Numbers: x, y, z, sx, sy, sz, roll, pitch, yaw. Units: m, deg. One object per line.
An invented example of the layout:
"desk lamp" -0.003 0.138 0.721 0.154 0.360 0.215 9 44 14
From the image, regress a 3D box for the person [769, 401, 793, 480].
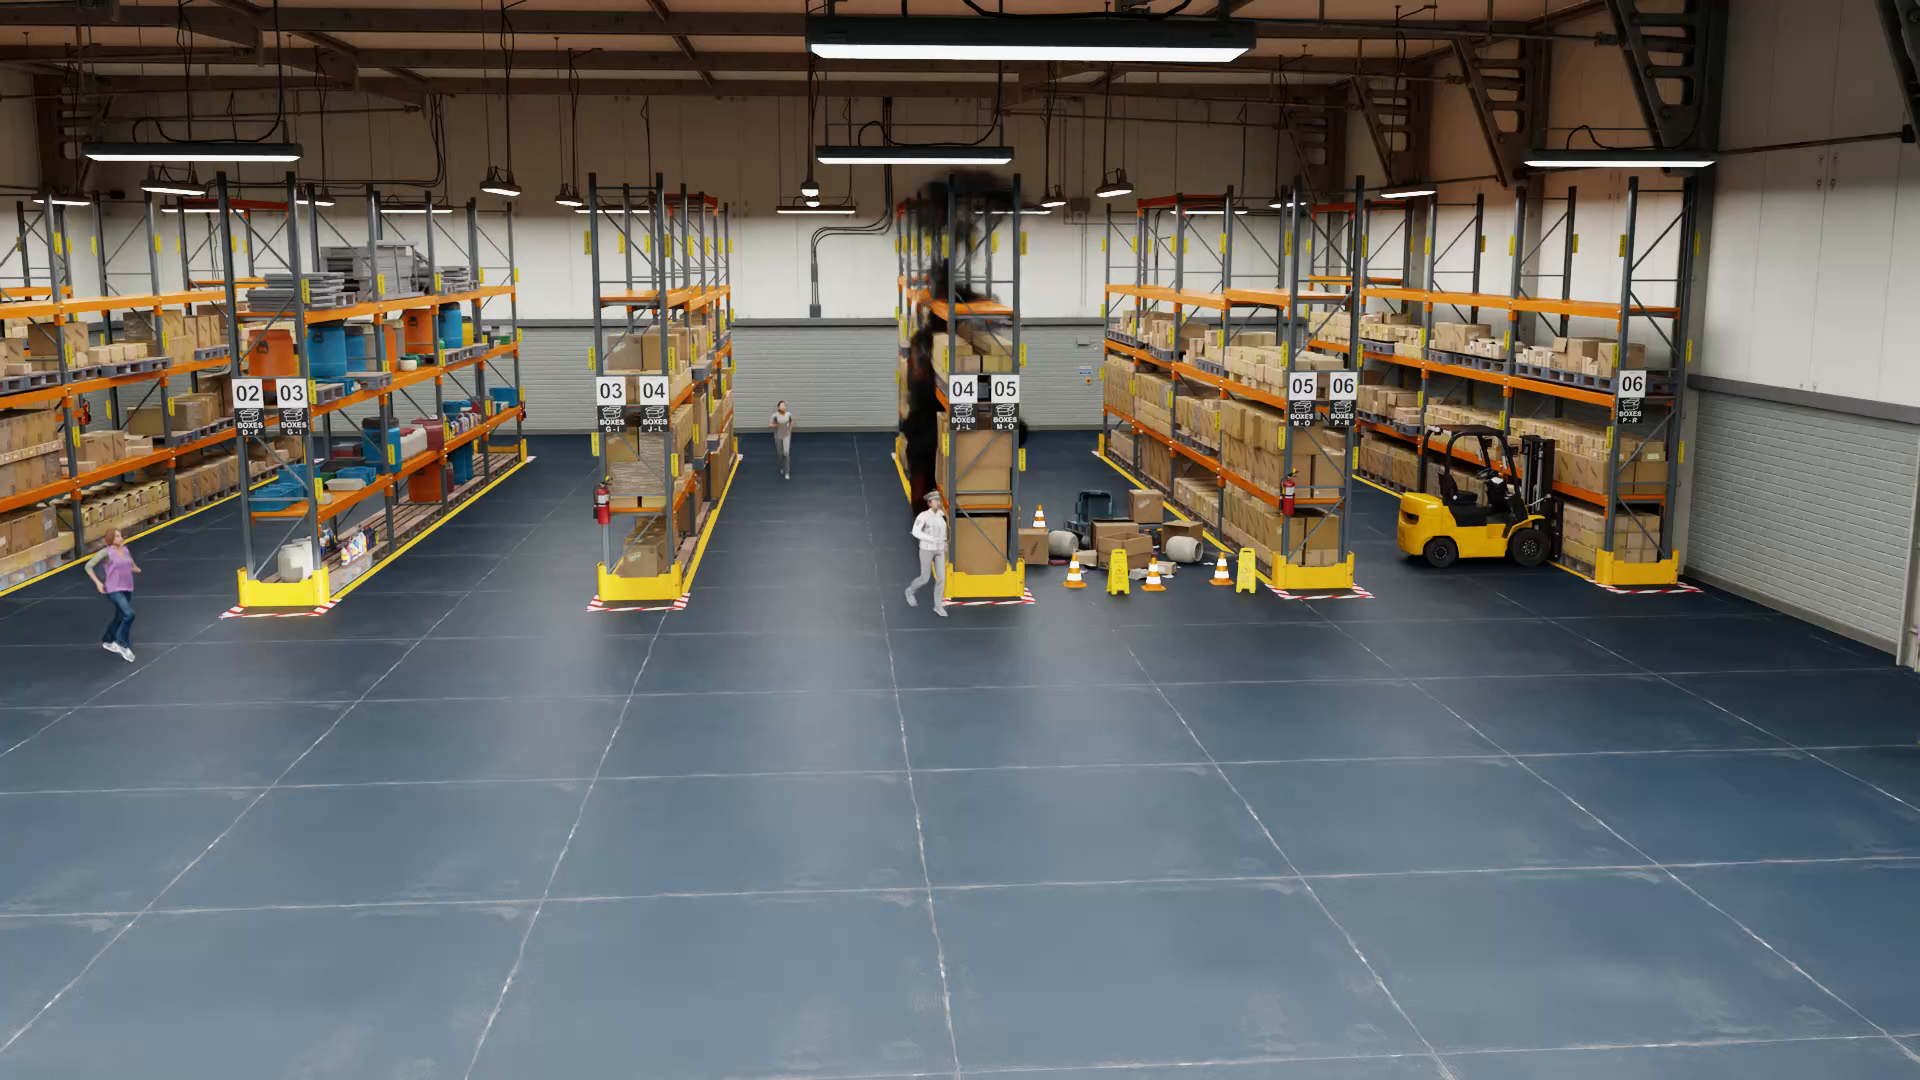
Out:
"person" -3.903 -2.190 36.355 0.539 1.732 0.763 -2 10 -9

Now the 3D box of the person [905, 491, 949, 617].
"person" -0.386 0.164 22.956 0.643 1.705 0.807 -8 13 -37

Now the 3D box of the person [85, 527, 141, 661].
"person" -10.308 0.660 20.370 0.705 1.641 0.507 3 10 14
